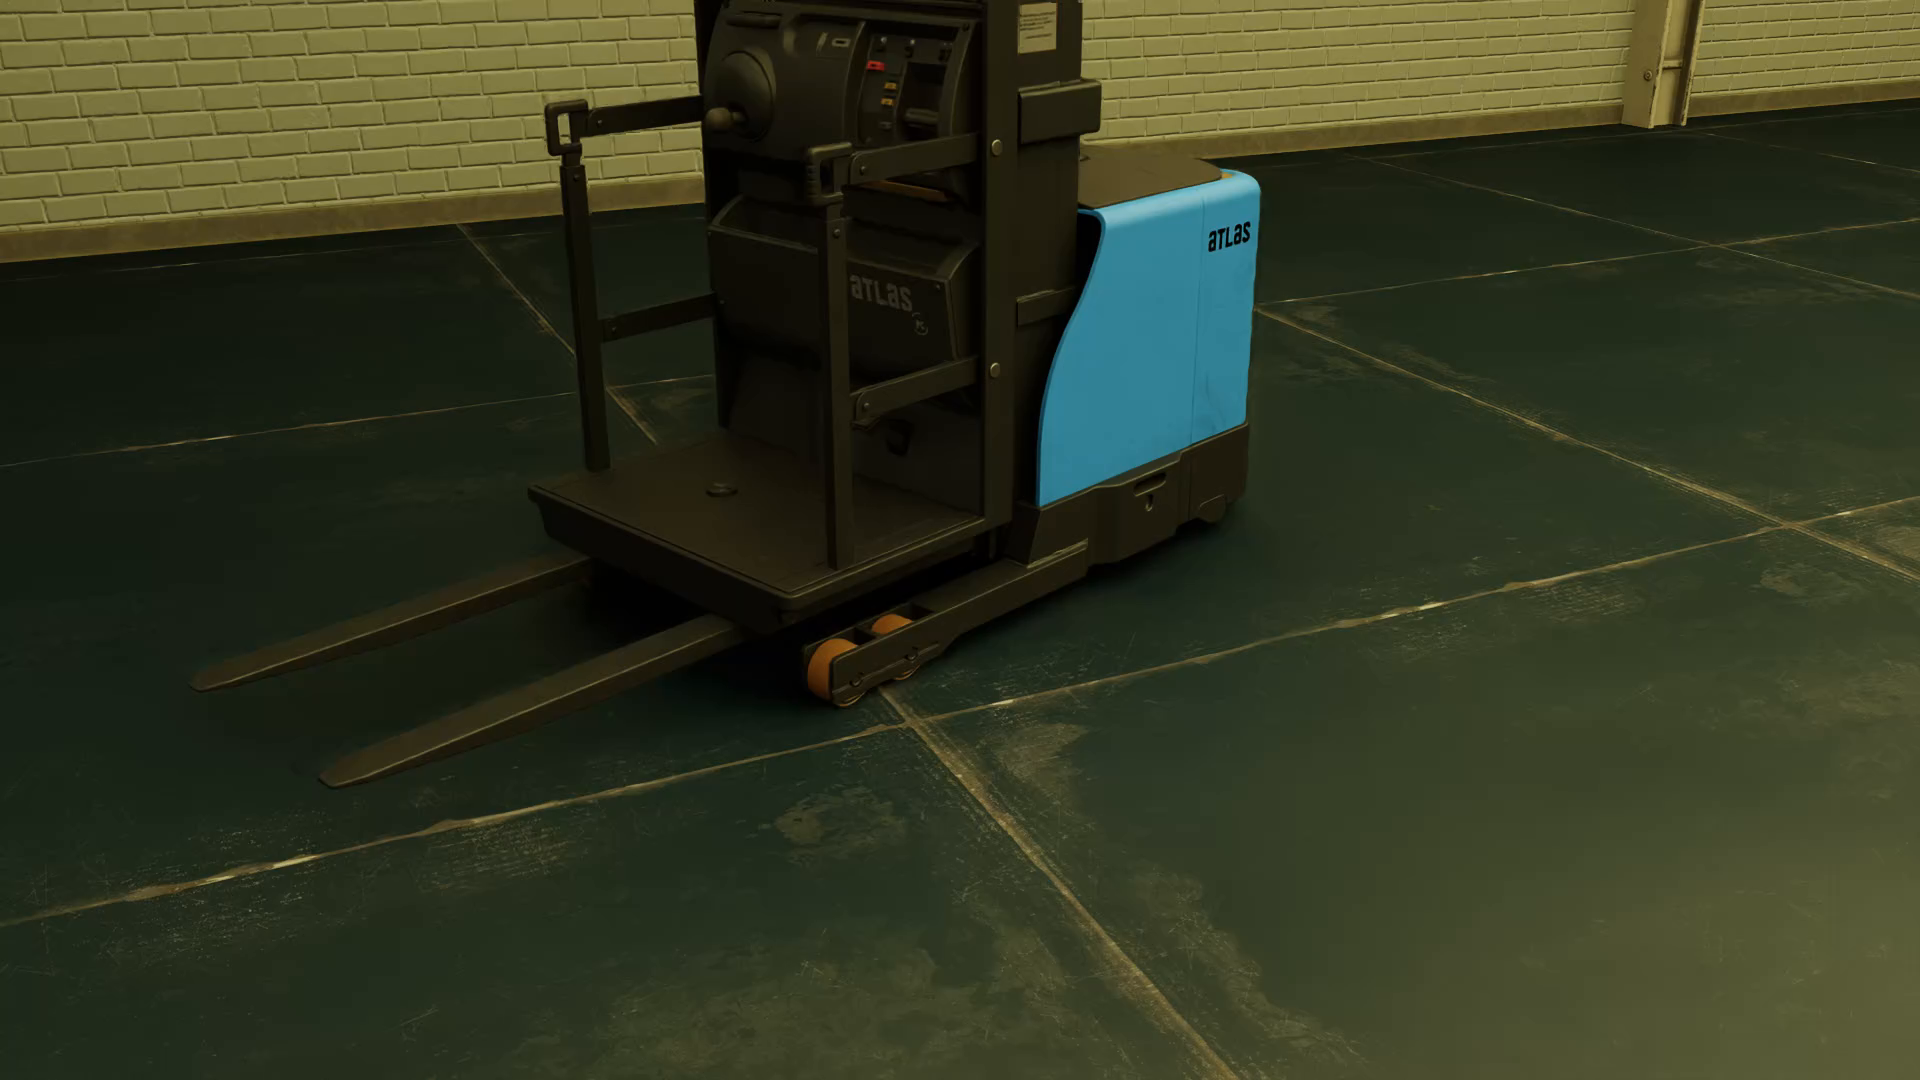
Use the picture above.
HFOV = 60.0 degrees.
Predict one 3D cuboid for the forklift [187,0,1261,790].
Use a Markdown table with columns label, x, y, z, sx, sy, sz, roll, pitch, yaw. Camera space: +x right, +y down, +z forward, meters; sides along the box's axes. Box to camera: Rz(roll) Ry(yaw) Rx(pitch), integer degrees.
| label | x | y | z | sx | sy | sz | roll | pitch | yaw |
| --- | --- | --- | --- | --- | --- | --- | --- | --- | --- |
| forklift | -0.467 | -1.162 | 4.084 | 1.130 | 2.935 | 3.031 | 20 | 30 | 39 |
